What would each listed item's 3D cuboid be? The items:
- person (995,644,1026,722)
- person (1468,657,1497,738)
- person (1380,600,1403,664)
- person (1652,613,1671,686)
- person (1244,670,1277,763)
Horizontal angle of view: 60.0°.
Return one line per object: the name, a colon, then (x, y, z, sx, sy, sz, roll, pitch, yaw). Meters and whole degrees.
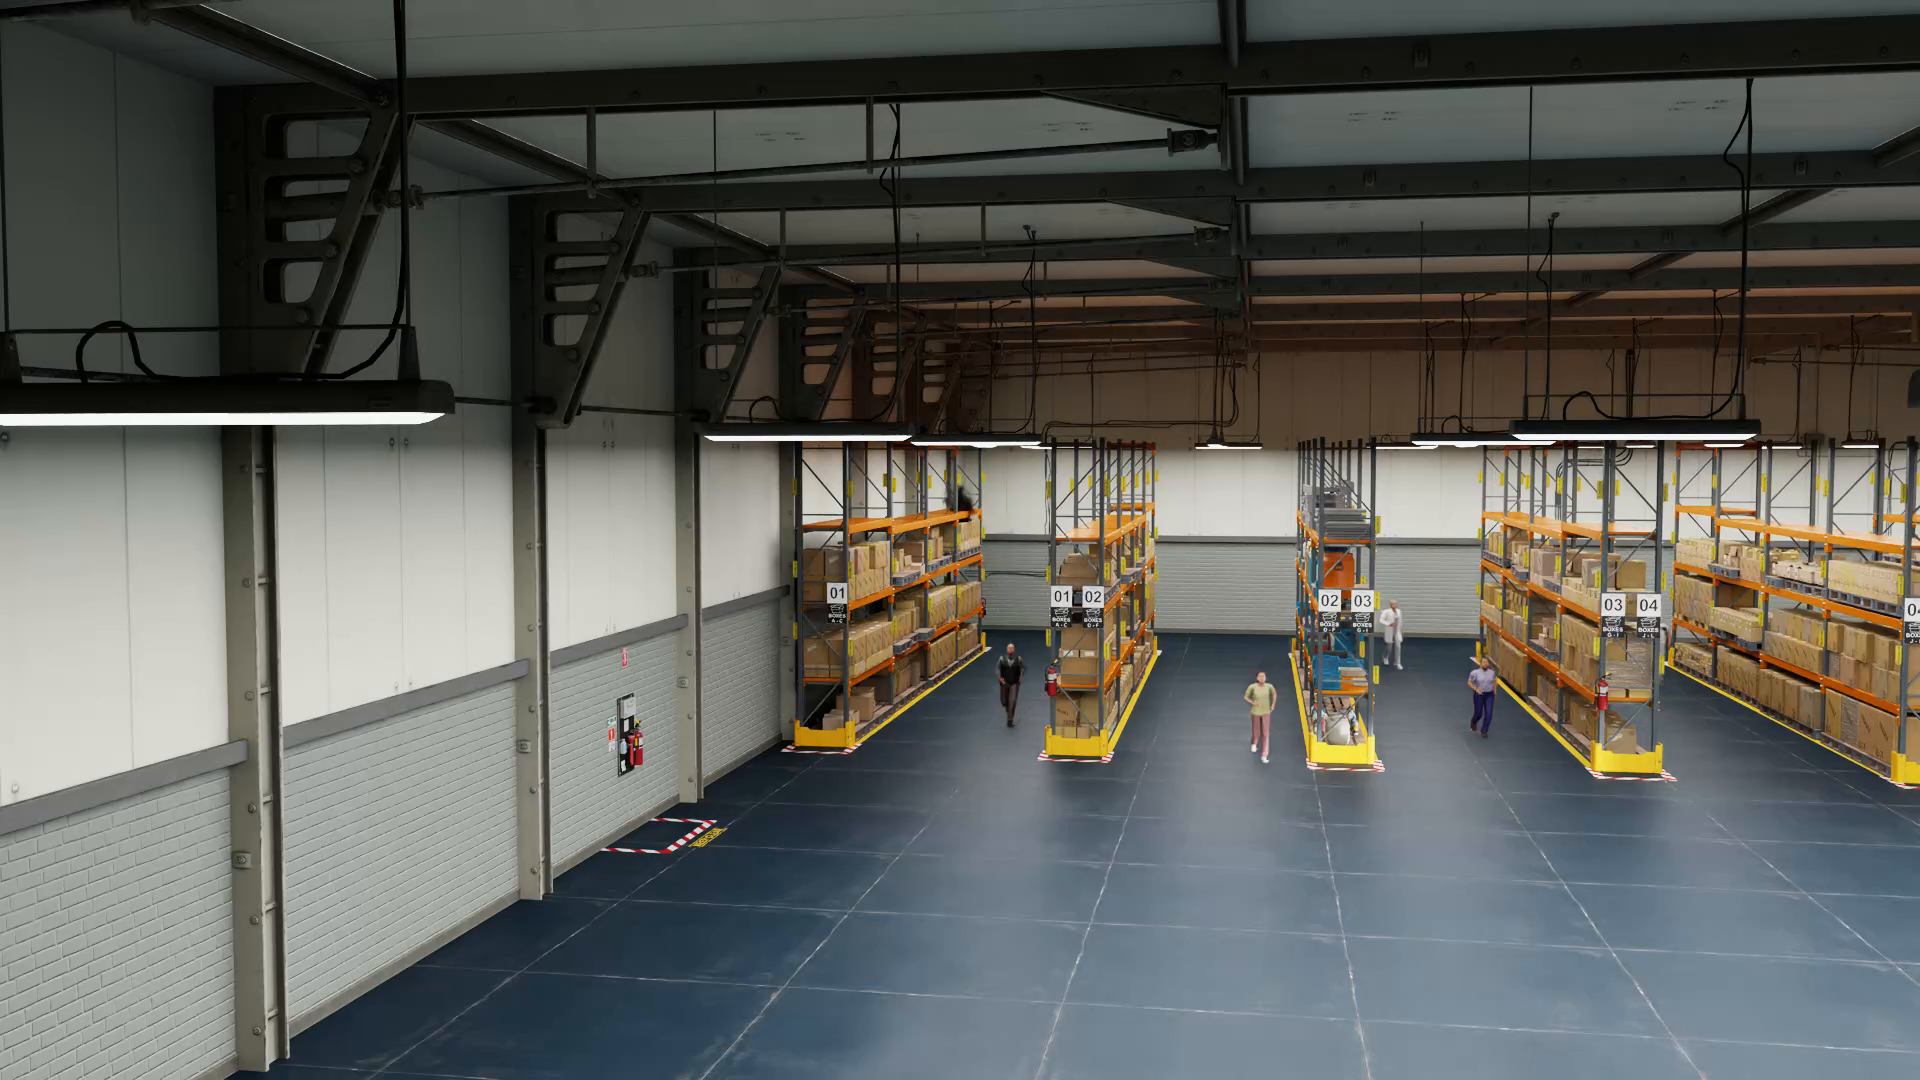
person: (1.065, 2.999, 35.092, 0.642, 1.622, 0.824, 1, 3, 10)
person: (10.518, 3.157, 33.434, 0.604, 1.593, 0.601, 0, 3, 0)
person: (11.477, 2.439, 44.119, 0.700, 1.680, 0.638, 0, 3, -8)
person: (17.142, 2.698, 40.912, 0.676, 1.868, 0.781, 1, 3, 13)
person: (5.608, 3.265, 31.026, 0.616, 1.696, 0.904, 0, 3, 4)
